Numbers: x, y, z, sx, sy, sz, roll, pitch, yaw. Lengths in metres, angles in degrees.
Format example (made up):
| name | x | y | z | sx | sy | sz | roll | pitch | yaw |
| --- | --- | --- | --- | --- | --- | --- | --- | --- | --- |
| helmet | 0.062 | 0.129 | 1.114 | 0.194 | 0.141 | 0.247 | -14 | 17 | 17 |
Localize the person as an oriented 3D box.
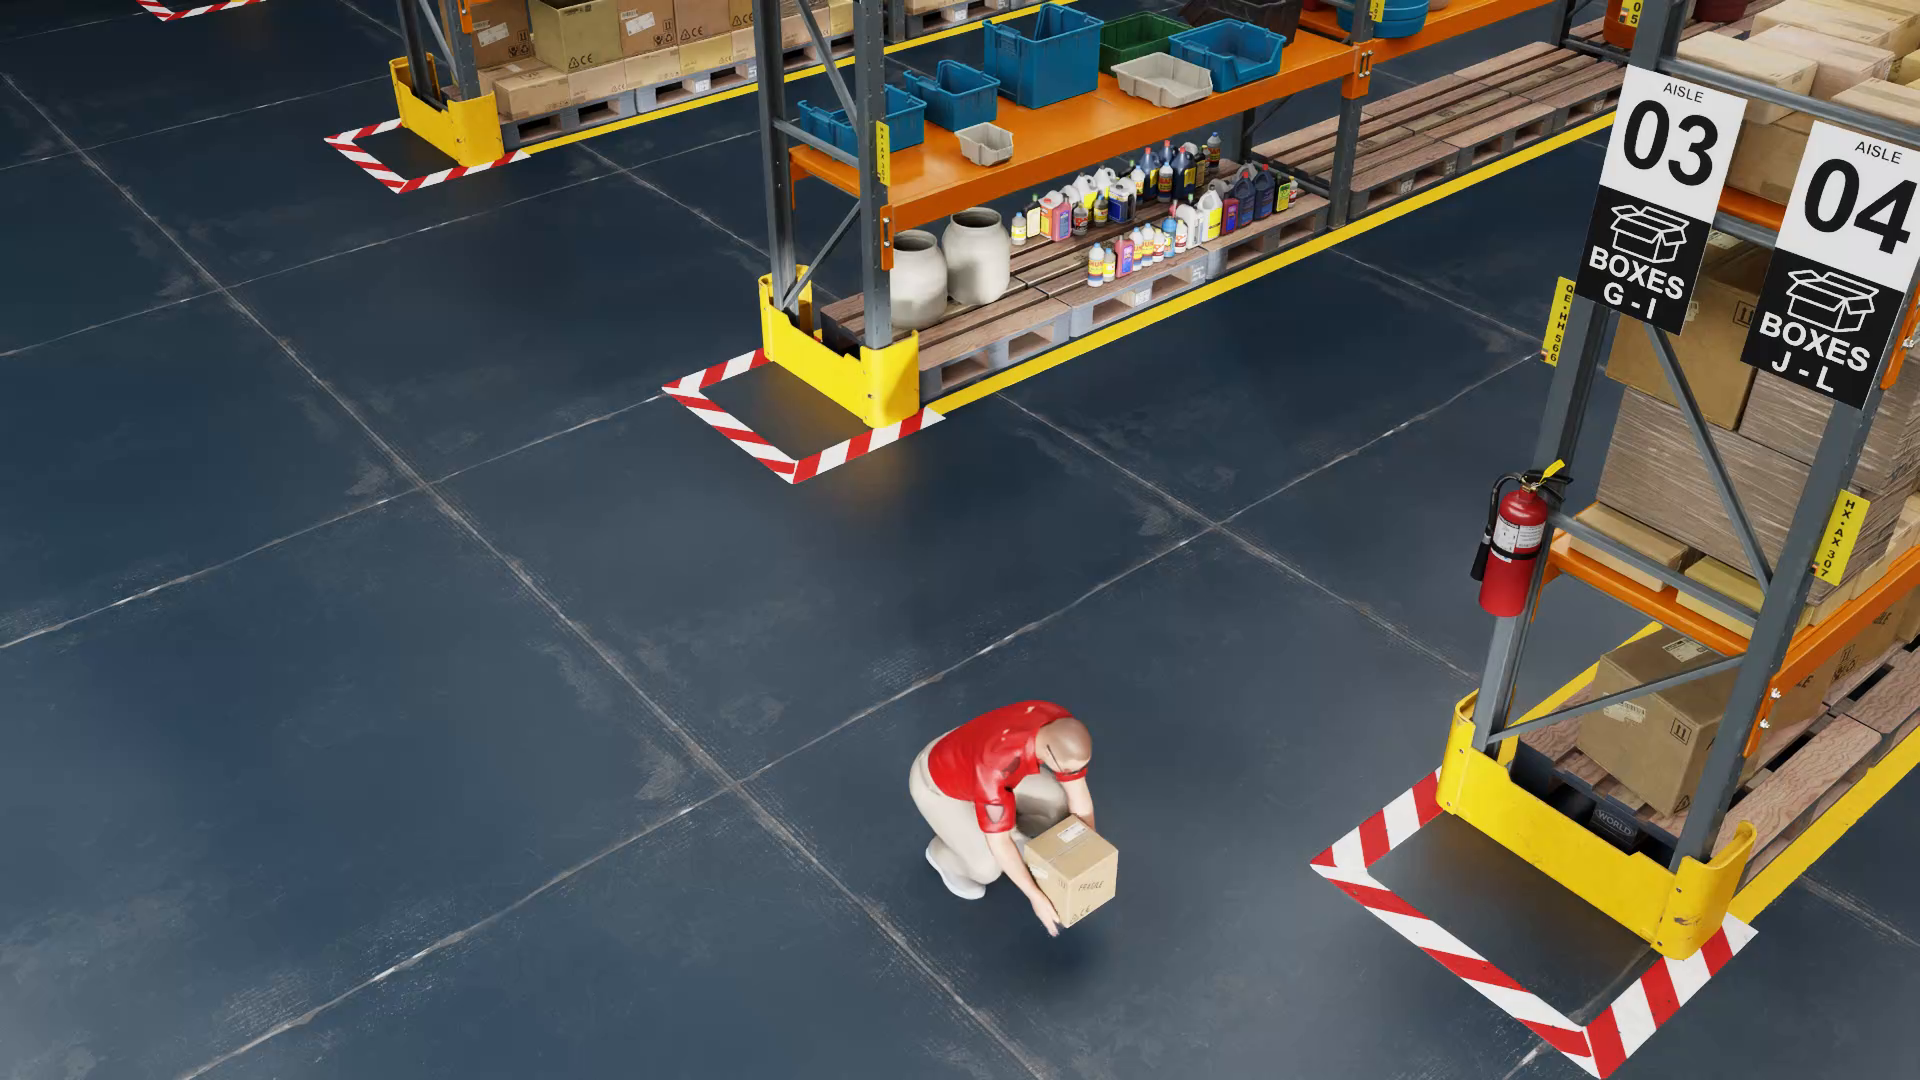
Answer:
| name | x | y | z | sx | sy | sz | roll | pitch | yaw |
| --- | --- | --- | --- | --- | --- | --- | --- | --- | --- |
| person | 0.200 | 0.972 | 6.396 | 0.543 | 0.980 | 0.876 | -27 | 43 | -32 |
